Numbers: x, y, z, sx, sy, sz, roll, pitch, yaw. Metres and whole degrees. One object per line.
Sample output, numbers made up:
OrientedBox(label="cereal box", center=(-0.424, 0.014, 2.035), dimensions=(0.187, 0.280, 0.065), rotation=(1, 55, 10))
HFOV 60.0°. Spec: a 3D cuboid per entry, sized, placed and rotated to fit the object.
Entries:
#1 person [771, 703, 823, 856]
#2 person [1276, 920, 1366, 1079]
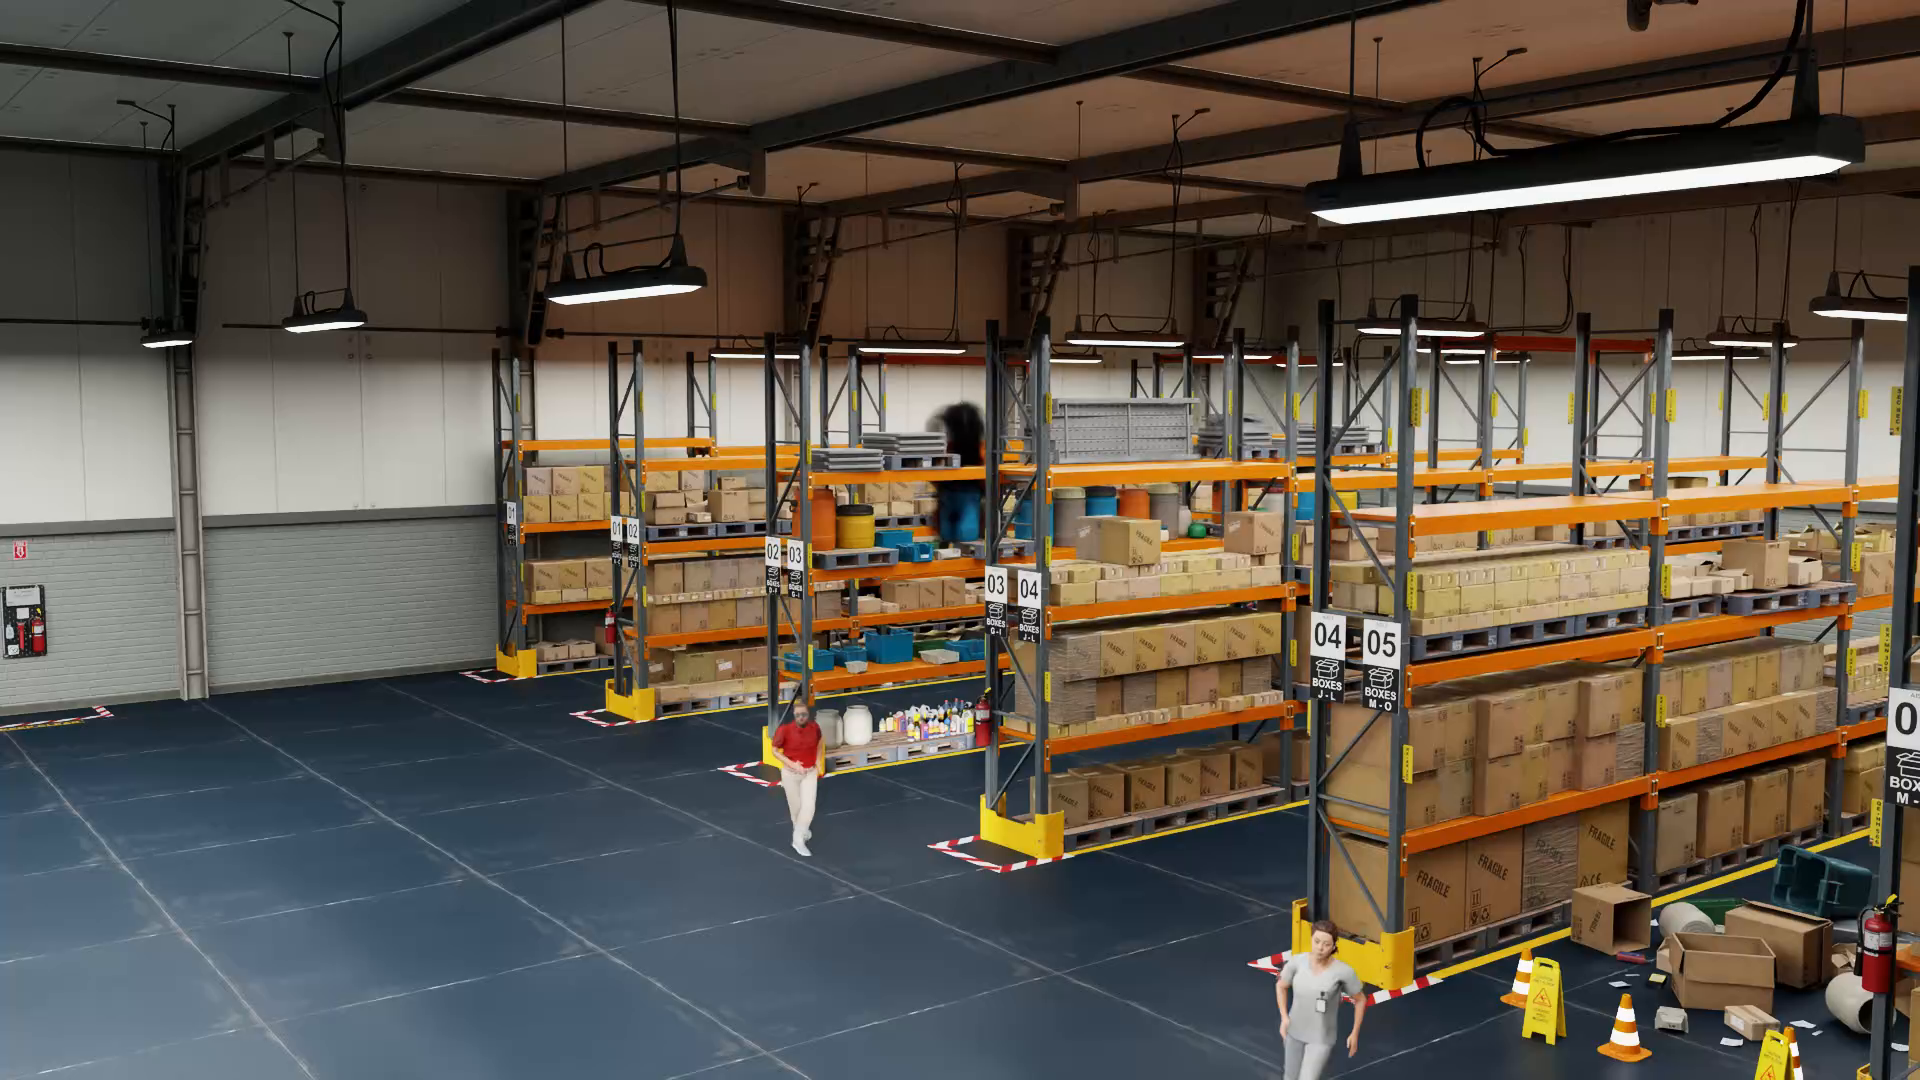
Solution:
OrientedBox(label="person", center=(-1.852, 2.662, 18.889), dimensions=(0.630, 1.704, 0.842), rotation=(-1, 5, -14))
OrientedBox(label="person", center=(2.371, 3.328, 11.095), dimensions=(0.613, 1.646, 0.949), rotation=(3, 6, 29))
